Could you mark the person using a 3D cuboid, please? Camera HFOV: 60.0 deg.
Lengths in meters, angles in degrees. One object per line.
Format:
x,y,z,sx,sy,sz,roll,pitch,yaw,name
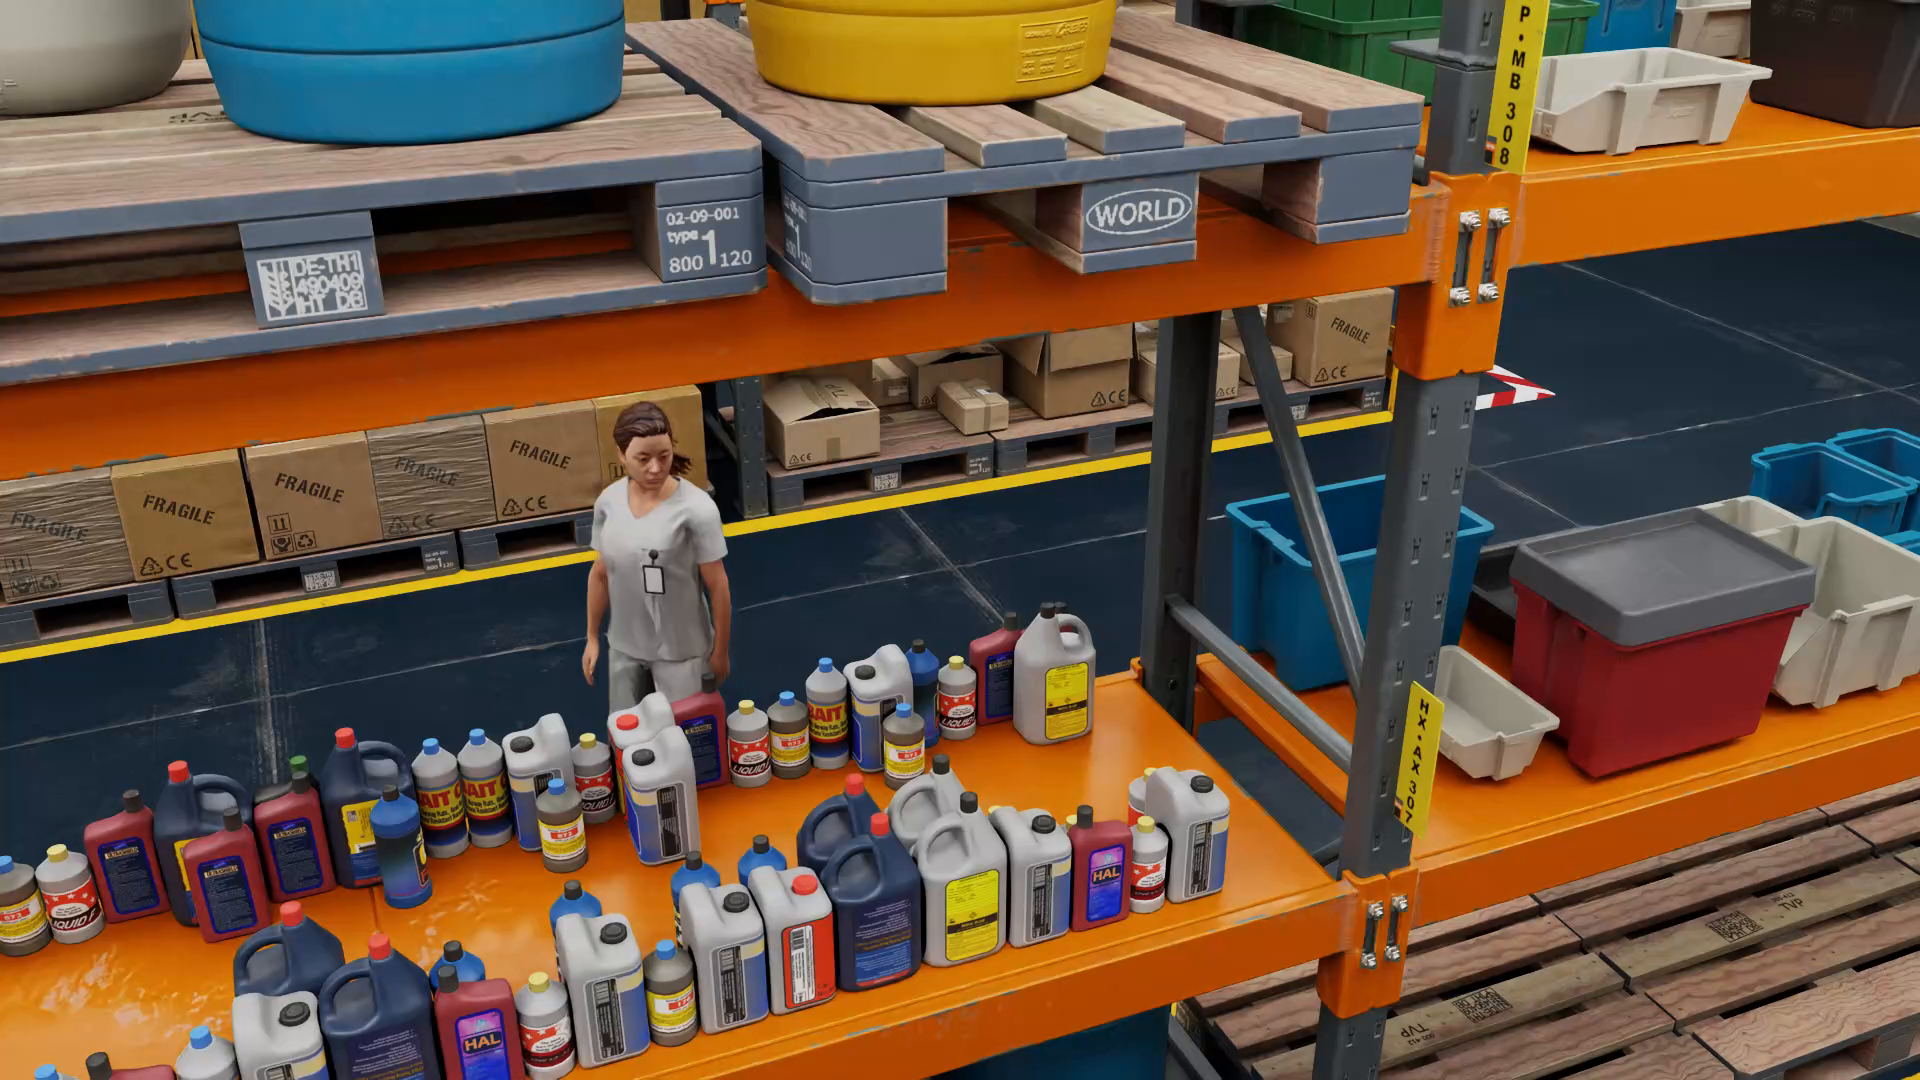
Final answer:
-0.974,0.347,5.391,0.491,1.671,0.614,11,28,21,person
